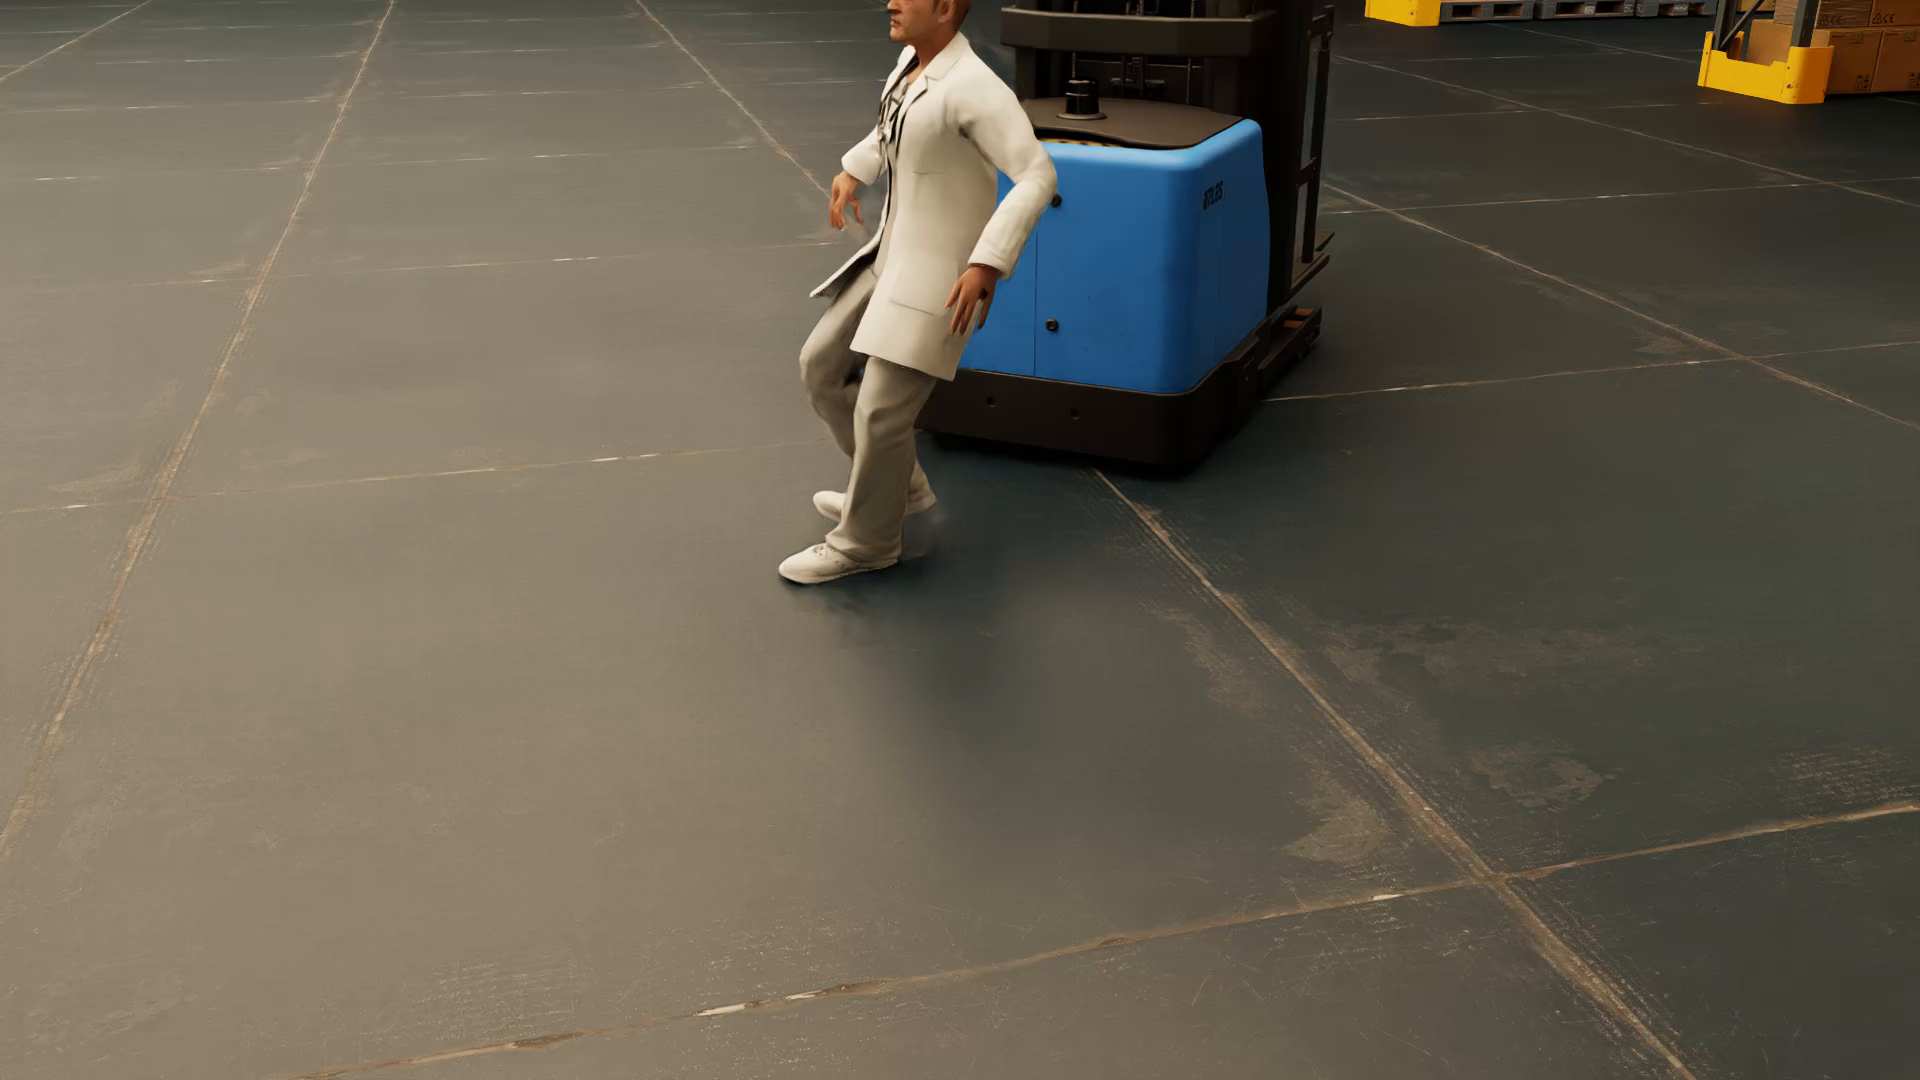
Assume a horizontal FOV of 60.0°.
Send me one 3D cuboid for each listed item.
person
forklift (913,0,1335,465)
[{"bbox_3d":[-0.205,-0.723,4.628,0.719,1.736,0.979,-8,24,-17],"label":"person"},{"bbox_3d":[0.862,-2.139,6.336,1.130,2.935,3.031,10,25,22],"label":"forklift"}]
